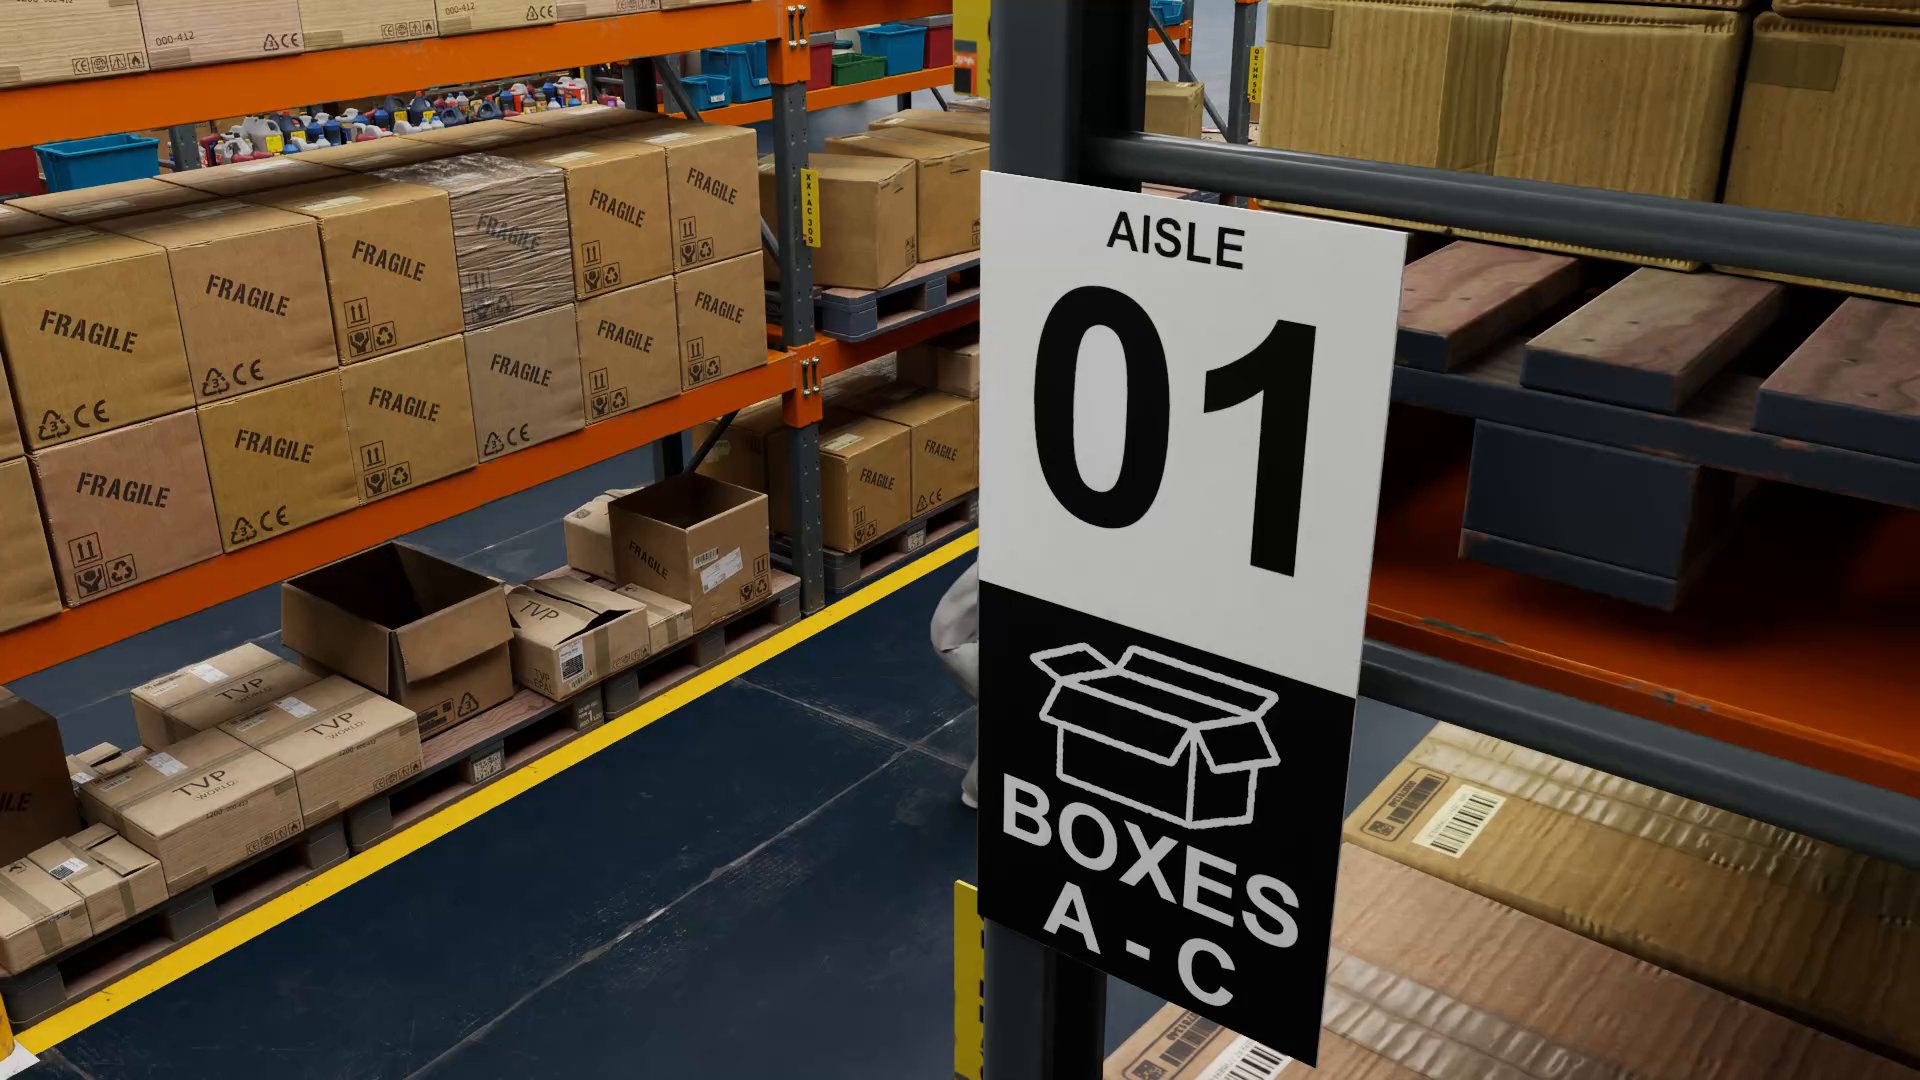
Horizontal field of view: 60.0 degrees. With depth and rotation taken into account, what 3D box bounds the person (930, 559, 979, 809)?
[{"bbox_3d":[0.242,0.413,6.163,0.696,1.275,0.490,17,29,33],"label":"person"}]
